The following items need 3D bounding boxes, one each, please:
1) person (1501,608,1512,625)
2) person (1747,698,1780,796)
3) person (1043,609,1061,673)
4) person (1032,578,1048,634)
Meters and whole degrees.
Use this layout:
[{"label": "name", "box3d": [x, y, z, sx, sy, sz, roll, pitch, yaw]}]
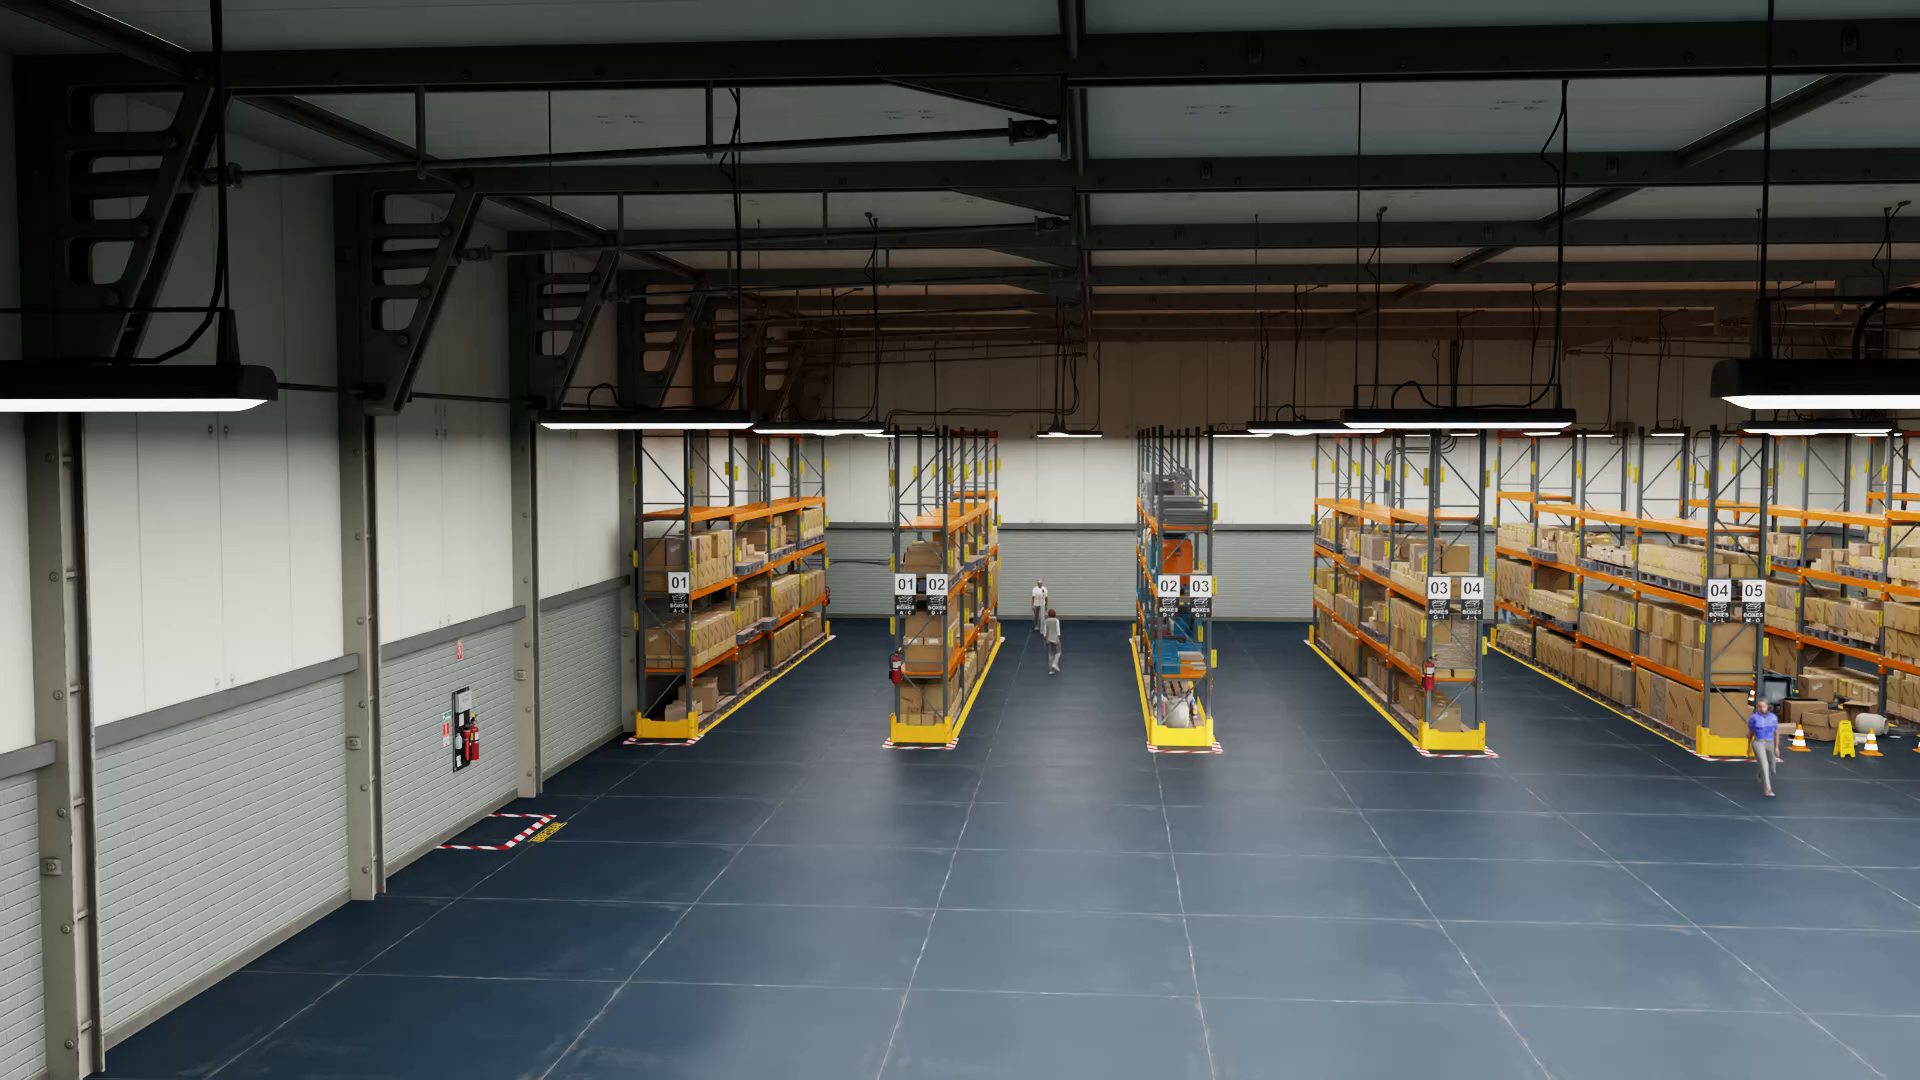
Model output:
[{"label": "person", "box3d": [16.086, 1.903, 48.934, 0.618, 1.698, 1.095, 3, 4, 40]}, {"label": "person", "box3d": [13.048, 3.319, 26.992, 0.434, 1.531, 0.976, 1, 3, 9]}, {"label": "person", "box3d": [2.244, 2.480, 40.707, 0.438, 1.596, 0.436, 1, 4, 12]}, {"label": "person", "box3d": [2.364, 1.931, 49.223, 0.471, 1.624, 1.045, 0, 3, 4]}]
